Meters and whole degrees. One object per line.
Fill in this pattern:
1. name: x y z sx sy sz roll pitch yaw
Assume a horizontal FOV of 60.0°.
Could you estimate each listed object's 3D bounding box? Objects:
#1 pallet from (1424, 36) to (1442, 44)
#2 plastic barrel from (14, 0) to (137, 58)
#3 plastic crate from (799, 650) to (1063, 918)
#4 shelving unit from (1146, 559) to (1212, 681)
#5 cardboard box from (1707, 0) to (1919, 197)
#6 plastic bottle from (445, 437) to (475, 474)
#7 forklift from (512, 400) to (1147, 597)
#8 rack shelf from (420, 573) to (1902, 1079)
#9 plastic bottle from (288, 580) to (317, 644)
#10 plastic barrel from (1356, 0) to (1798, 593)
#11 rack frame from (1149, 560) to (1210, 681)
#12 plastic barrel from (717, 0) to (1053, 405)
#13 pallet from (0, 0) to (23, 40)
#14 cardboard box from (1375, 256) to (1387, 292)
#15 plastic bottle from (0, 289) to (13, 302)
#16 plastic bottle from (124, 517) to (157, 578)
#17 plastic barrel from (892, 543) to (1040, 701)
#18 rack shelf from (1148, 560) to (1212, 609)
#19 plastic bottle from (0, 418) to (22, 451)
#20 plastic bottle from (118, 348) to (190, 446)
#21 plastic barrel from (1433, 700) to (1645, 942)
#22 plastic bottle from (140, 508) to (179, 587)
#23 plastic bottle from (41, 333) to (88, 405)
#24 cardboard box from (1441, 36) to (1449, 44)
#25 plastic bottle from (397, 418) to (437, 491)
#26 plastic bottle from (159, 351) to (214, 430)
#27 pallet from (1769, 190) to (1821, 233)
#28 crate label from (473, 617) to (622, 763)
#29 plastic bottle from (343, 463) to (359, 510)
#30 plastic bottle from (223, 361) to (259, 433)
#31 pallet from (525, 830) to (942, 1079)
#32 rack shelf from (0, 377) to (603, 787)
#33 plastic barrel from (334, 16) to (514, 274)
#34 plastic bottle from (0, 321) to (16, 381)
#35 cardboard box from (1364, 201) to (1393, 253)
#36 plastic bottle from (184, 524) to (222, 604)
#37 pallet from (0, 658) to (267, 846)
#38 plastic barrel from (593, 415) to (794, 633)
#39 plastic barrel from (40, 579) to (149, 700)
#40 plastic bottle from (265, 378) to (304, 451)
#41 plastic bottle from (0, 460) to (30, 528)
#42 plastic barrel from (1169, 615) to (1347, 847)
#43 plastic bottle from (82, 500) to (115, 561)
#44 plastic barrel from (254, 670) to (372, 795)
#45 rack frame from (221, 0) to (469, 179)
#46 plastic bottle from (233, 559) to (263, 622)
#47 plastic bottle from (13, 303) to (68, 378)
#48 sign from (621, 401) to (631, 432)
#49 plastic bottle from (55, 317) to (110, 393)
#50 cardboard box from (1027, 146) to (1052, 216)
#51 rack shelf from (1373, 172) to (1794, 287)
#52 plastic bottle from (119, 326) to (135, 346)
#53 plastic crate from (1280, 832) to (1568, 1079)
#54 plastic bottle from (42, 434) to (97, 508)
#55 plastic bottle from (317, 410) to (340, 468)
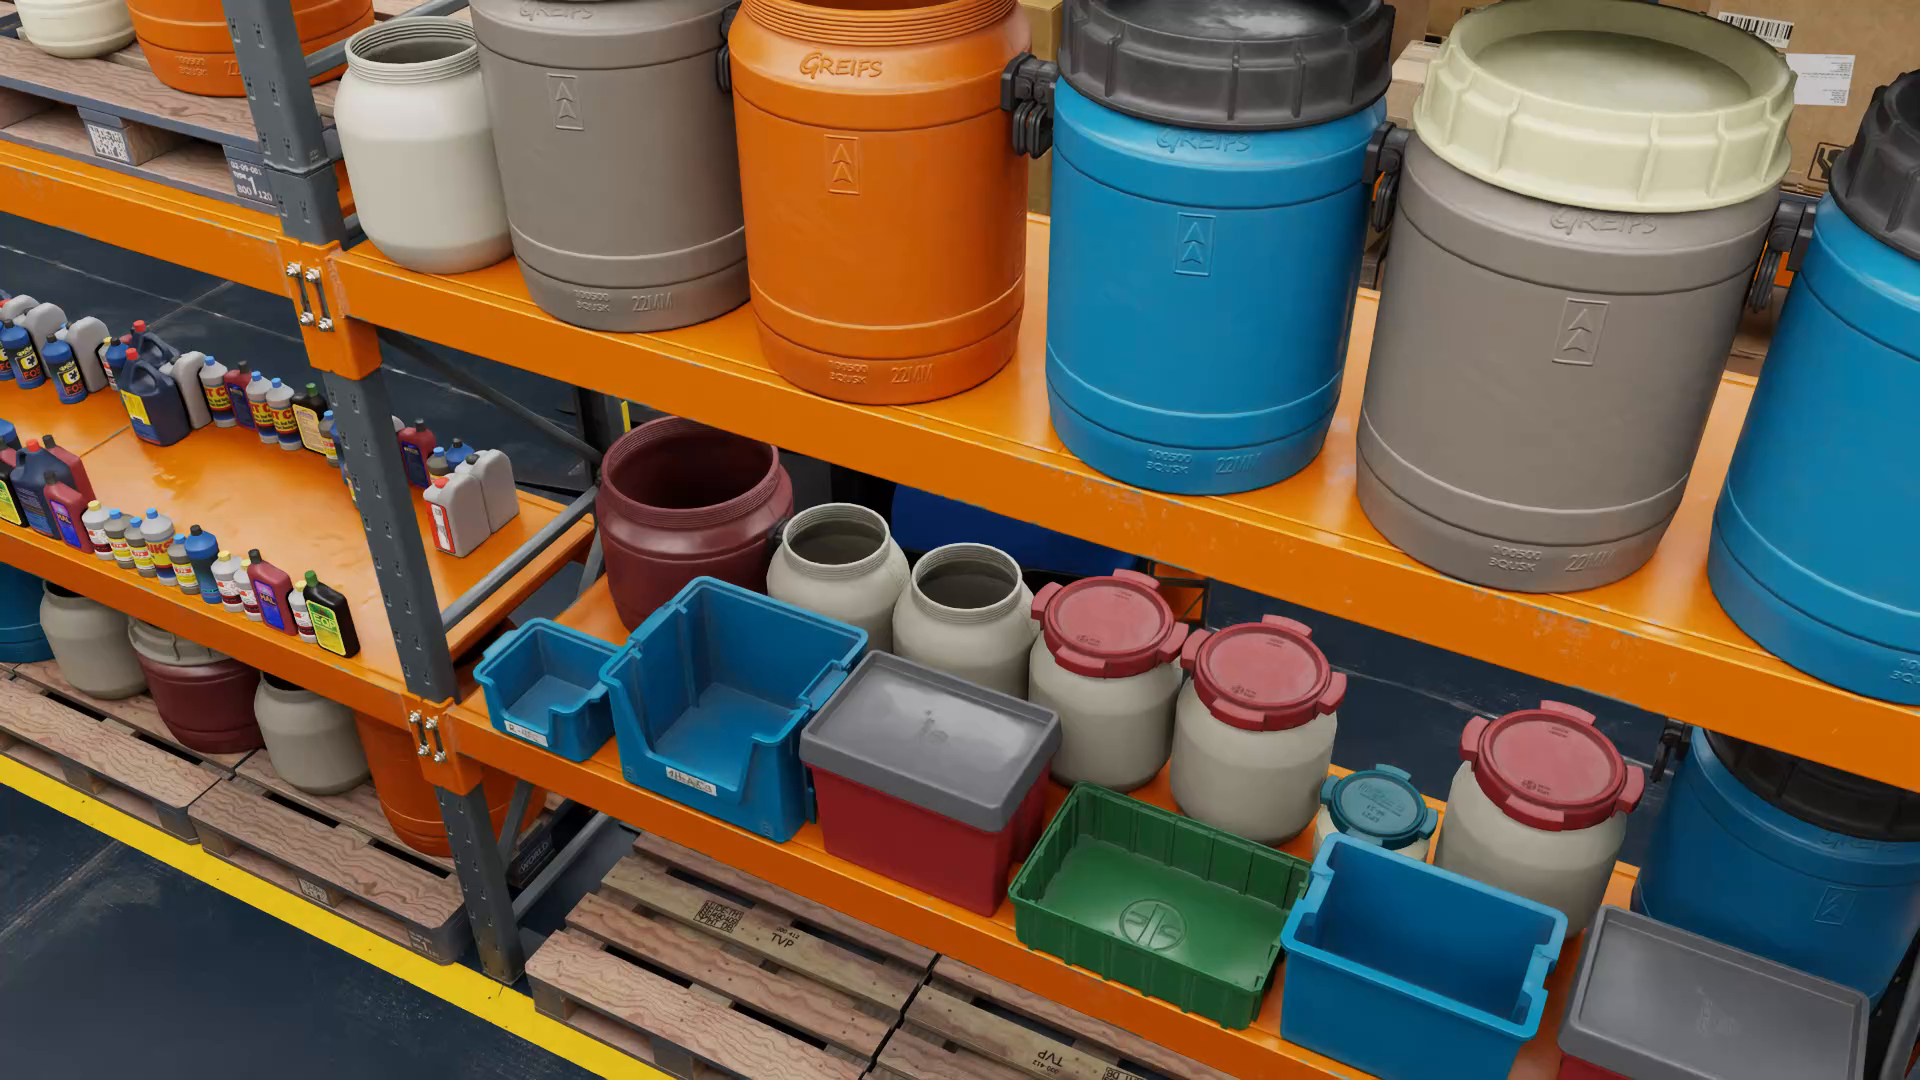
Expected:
1. pallet: 3.947 -3.863 12.665 1.213 0.211 1.003 17 41 21
2. plastic barrel: -2.387 -1.466 4.486 0.301 0.262 0.301 0 37 0
3. plastic crate: -0.073 0.649 4.362 0.583 0.464 0.402 17 41 21
4. shelving unit: 0.894 0.012 6.742 0.258 1.200 0.503 4 37 6
5. cardboard box: 3.821 -2.189 7.309 1.000 1.000 1.000 18 41 22
6. plastic bottle: -1.693 -0.229 5.677 0.097 0.271 0.097 0 37 0
7. forklift: -0.611 -1.260 6.986 3.031 2.935 1.130 9 38 11
8. rack shelf: 0.409 0.903 4.674 4.000 0.370 1.077 17 41 21
9. plastic bottle: -2.017 0.214 5.151 0.097 0.201 0.097 0 37 0
10. plastic barrel: 1.053 -0.428 2.938 0.600 0.901 0.600 0 37 0
11. rack frame: 0.863 0.158 6.549 0.240 1.200 0.015 4 37 6
12. plastic barrel: -0.157 -0.778 3.459 0.708 0.830 0.600 17 41 21
13. pallet: -3.170 -1.692 5.173 1.213 0.211 1.003 17 41 21
14. cardboard box: 2.520 -1.301 8.687 0.500 0.500 0.700 21 42 25
15. plastic bottle: -3.788 -0.901 6.496 0.185 0.351 0.144 17 41 21
16. plastic bottle: -2.654 0.015 5.414 0.097 0.201 0.097 0 37 0
17. plastic barrel: 0.019 0.305 4.775 0.421 0.512 0.421 0 37 0
18. rack shelf: 0.894 0.065 6.782 0.258 0.148 0.480 4 37 6
19. plastic bottle: -3.326 -0.321 5.799 0.097 0.271 0.097 0 37 0
20. plastic bottle: -2.925 -0.527 6.004 0.185 0.351 0.144 17 41 21
21. plastic barrel: 1.436 0.735 4.189 0.433 0.535 0.433 0 37 0
22. plastic bottle: -2.567 0.014 5.357 0.097 0.271 0.097 0 37 0
23. plastic bottle: -3.364 -0.648 6.230 0.097 0.271 0.097 0 37 0
24. cardboard box: 2.516 -2.394 8.186 0.258 0.266 0.396 16 40 20
25. plastic bottle: -1.874 -0.303 5.764 0.133 0.283 0.061 17 41 21
26. plastic bottle: -2.834 -0.569 6.122 0.135 0.276 0.152 17 41 21
27. pallet: 3.851 -1.701 7.668 1.213 0.211 1.003 17 41 21
28. crate label: -1.165 0.446 4.820 0.416 0.233 0.303 17 41 21
29. plastic bottle: -2.054 -0.211 5.711 0.097 0.201 0.097 0 37 0
30. plastic bottle: -2.608 -0.533 6.067 0.133 0.283 0.061 17 41 21
31. pallet: -0.697 1.408 5.721 1.213 0.211 1.003 17 41 21
32. rack shelf: -3.143 -0.209 6.139 4.000 0.370 1.077 17 41 21
33. plastic barrel: -1.232 -0.928 3.918 0.421 0.512 0.421 0 37 0
34. plastic bottle: -3.689 -0.750 6.364 0.097 0.271 0.097 0 37 0
35. cardboard box: 1.995 -1.765 8.677 0.500 0.250 0.500 22 42 26
36. plastic bottle: -2.394 0.068 5.286 0.097 0.271 0.097 0 37 0
37. pallet: -3.166 0.635 6.739 1.213 0.211 1.003 17 41 21
38. plastic barrel: -0.816 -0.027 5.192 0.708 0.536 0.600 17 41 21
39. plastic barrel: -3.355 0.334 6.539 0.421 0.512 0.421 0 37 0
40. plastic bottle: -2.427 -0.459 5.980 0.097 0.271 0.097 0 37 0
41. plastic bottle: -3.220 -0.183 5.606 0.133 0.283 0.061 17 41 21
42. plastic barrel: 0.785 0.531 4.457 0.433 0.535 0.433 0 37 0
43. plastic bottle: -2.827 -0.039 5.485 0.097 0.201 0.097 0 37 0
44. plastic barrel: -2.352 0.648 6.125 0.421 0.512 0.421 0 37 0
45. rack frame: -1.367 -2.329 3.375 0.127 3.000 1.000 17 41 21
46. plastic bottle: -2.222 0.150 5.235 0.097 0.201 0.097 0 37 0
47. plastic bottle: -3.529 -0.787 6.408 0.135 0.276 0.152 17 41 21
48. sign: -1.120 -0.302 5.532 0.005 0.325 0.100 17 41 21
49. plastic bottle: -3.323 -0.722 6.323 0.135 0.276 0.152 17 41 21
50. cardboard box: 0.307 -2.123 9.475 0.875 0.875 1.225 16 40 19
51. rack shelf: 2.687 -1.756 8.177 4.000 0.370 1.077 17 41 21
52. plastic bottle: -3.096 -0.686 6.269 0.133 0.283 0.061 17 41 21
53. plastic crate: 1.062 1.039 3.913 0.575 0.384 0.392 17 41 21
54. plastic bottle: -3.035 -0.223 5.659 0.133 0.283 0.061 17 41 21
55. plastic bottle: -2.222 -0.367 5.917 0.097 0.201 0.097 0 37 0
